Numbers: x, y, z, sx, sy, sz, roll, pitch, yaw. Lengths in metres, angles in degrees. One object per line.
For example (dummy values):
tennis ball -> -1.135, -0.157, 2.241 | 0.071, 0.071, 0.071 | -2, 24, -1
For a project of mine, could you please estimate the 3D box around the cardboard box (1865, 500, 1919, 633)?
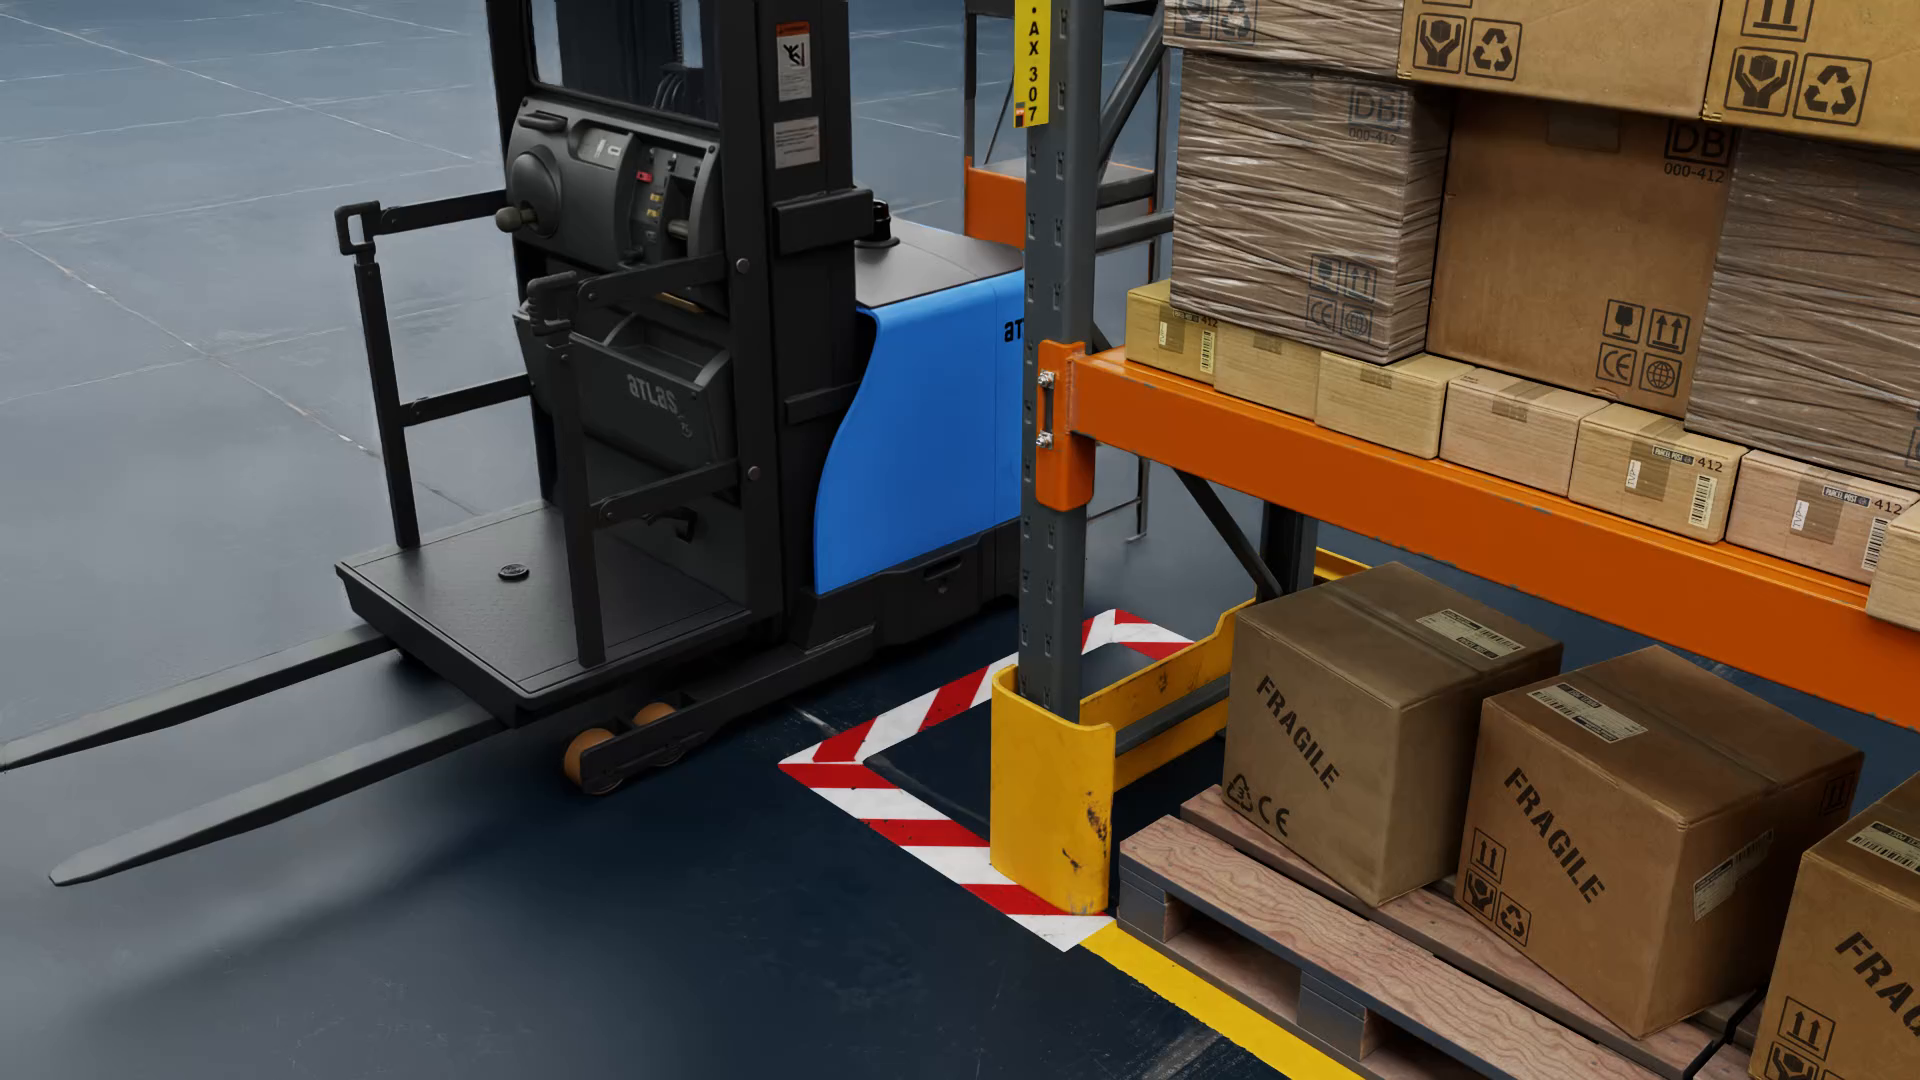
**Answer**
cardboard box -> 1.514, 0.026, 2.383 | 0.380, 0.149, 0.250 | -21, 32, -38

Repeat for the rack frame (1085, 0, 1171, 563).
rack frame -> 0.498, -0.914, 5.223 | 0.400, 2.100, 0.015 | -21, 32, -39

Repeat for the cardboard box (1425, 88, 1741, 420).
cardboard box -> 1.324, -0.614, 3.002 | 0.875, 0.500, 0.500 | -21, 32, -38

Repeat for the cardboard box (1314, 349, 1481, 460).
cardboard box -> 0.876, -0.295, 3.086 | 0.380, 0.149, 0.250 | -21, 32, -38

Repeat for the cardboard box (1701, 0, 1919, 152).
cardboard box -> 1.395, -0.812, 2.232 | 0.500, 0.500, 0.500 | -21, 32, -38

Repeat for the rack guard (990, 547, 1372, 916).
rack guard -> 0.590, 0.436, 4.193 | 1.175, 0.500, 0.348 | -21, 32, -38

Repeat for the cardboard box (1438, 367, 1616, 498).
cardboard box -> 1.062, -0.225, 2.933 | 0.380, 0.149, 0.250 | -21, 32, -38

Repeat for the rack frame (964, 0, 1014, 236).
rack frame -> 0.162, -1.061, 5.545 | 0.400, 2.100, 0.015 | -21, 32, -39

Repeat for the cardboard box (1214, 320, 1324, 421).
cardboard box -> 0.716, -0.375, 3.261 | 0.380, 0.149, 0.250 | -21, 32, -38

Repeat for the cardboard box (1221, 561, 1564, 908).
cardboard box -> 0.953, 0.415, 3.731 | 0.500, 0.500, 0.500 | -15, 28, -29

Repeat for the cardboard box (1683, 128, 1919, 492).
cardboard box -> 1.634, -0.450, 2.643 | 0.875, 0.500, 0.500 | -21, 32, -38

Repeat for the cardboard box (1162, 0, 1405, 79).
cardboard box -> 0.715, -1.117, 2.900 | 0.500, 0.500, 0.500 | -21, 32, -38

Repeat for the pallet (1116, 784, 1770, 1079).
pallet -> 1.120, 0.823, 3.691 | 1.003, 0.211, 1.213 | -21, 32, -38

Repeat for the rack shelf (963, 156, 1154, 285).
rack shelf -> 0.330, -0.975, 5.390 | 0.431, 0.518, 0.480 | -21, 32, -39

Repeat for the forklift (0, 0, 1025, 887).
forklift -> -1.077, -0.919, 4.233 | 3.031, 2.935, 1.130 | -21, 32, -39

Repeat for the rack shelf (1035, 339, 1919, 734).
rack shelf -> 1.905, 0.208, 2.546 | 1.077, 0.370, 4.000 | -21, 32, -38

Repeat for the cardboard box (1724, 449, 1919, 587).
cardboard box -> 1.418, -0.080, 2.613 | 0.380, 0.149, 0.250 | -21, 32, -38

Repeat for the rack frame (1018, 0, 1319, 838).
rack frame -> 0.538, -0.725, 3.725 | 1.000, 3.000, 0.127 | -21, 32, -38

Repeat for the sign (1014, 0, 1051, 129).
sign -> 0.143, -0.965, 3.207 | 0.100, 0.325, 0.005 | -21, 32, -38

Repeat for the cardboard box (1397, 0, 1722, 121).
cardboard box -> 1.052, -0.963, 2.563 | 0.500, 0.500, 0.500 | -21, 32, -38

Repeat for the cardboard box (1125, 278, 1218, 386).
cardboard box -> 0.559, -0.456, 3.439 | 0.380, 0.149, 0.250 | -21, 32, -38

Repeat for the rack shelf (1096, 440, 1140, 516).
rack shelf -> 0.330, -0.338, 5.680 | 0.431, 0.518, 0.480 | -21, 32, -39

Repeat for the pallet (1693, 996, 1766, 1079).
pallet -> 1.950, 1.193, 2.881 | 1.003, 0.211, 1.213 | -21, 32, -38

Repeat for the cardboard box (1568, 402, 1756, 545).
cardboard box -> 1.228, -0.148, 2.762 | 0.380, 0.149, 0.250 | -21, 32, -38

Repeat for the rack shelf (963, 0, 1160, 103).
rack shelf -> 0.330, -1.612, 5.100 | 0.431, 0.518, 0.480 | -21, 32, -39

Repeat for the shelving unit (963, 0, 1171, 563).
shelving unit -> 0.330, -0.987, 5.384 | 0.431, 2.100, 0.503 | -21, 32, -39

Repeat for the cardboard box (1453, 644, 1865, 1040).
cardboard box -> 1.387, 0.587, 3.355 | 0.500, 0.500, 0.500 | -12, 27, -25

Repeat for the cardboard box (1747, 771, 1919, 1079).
cardboard box -> 1.801, 0.782, 2.928 | 0.500, 0.500, 0.500 | -18, 30, -34

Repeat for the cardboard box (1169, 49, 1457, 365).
cardboard box -> 0.894, -0.731, 3.260 | 0.875, 0.500, 0.500 | -21, 32, -38
